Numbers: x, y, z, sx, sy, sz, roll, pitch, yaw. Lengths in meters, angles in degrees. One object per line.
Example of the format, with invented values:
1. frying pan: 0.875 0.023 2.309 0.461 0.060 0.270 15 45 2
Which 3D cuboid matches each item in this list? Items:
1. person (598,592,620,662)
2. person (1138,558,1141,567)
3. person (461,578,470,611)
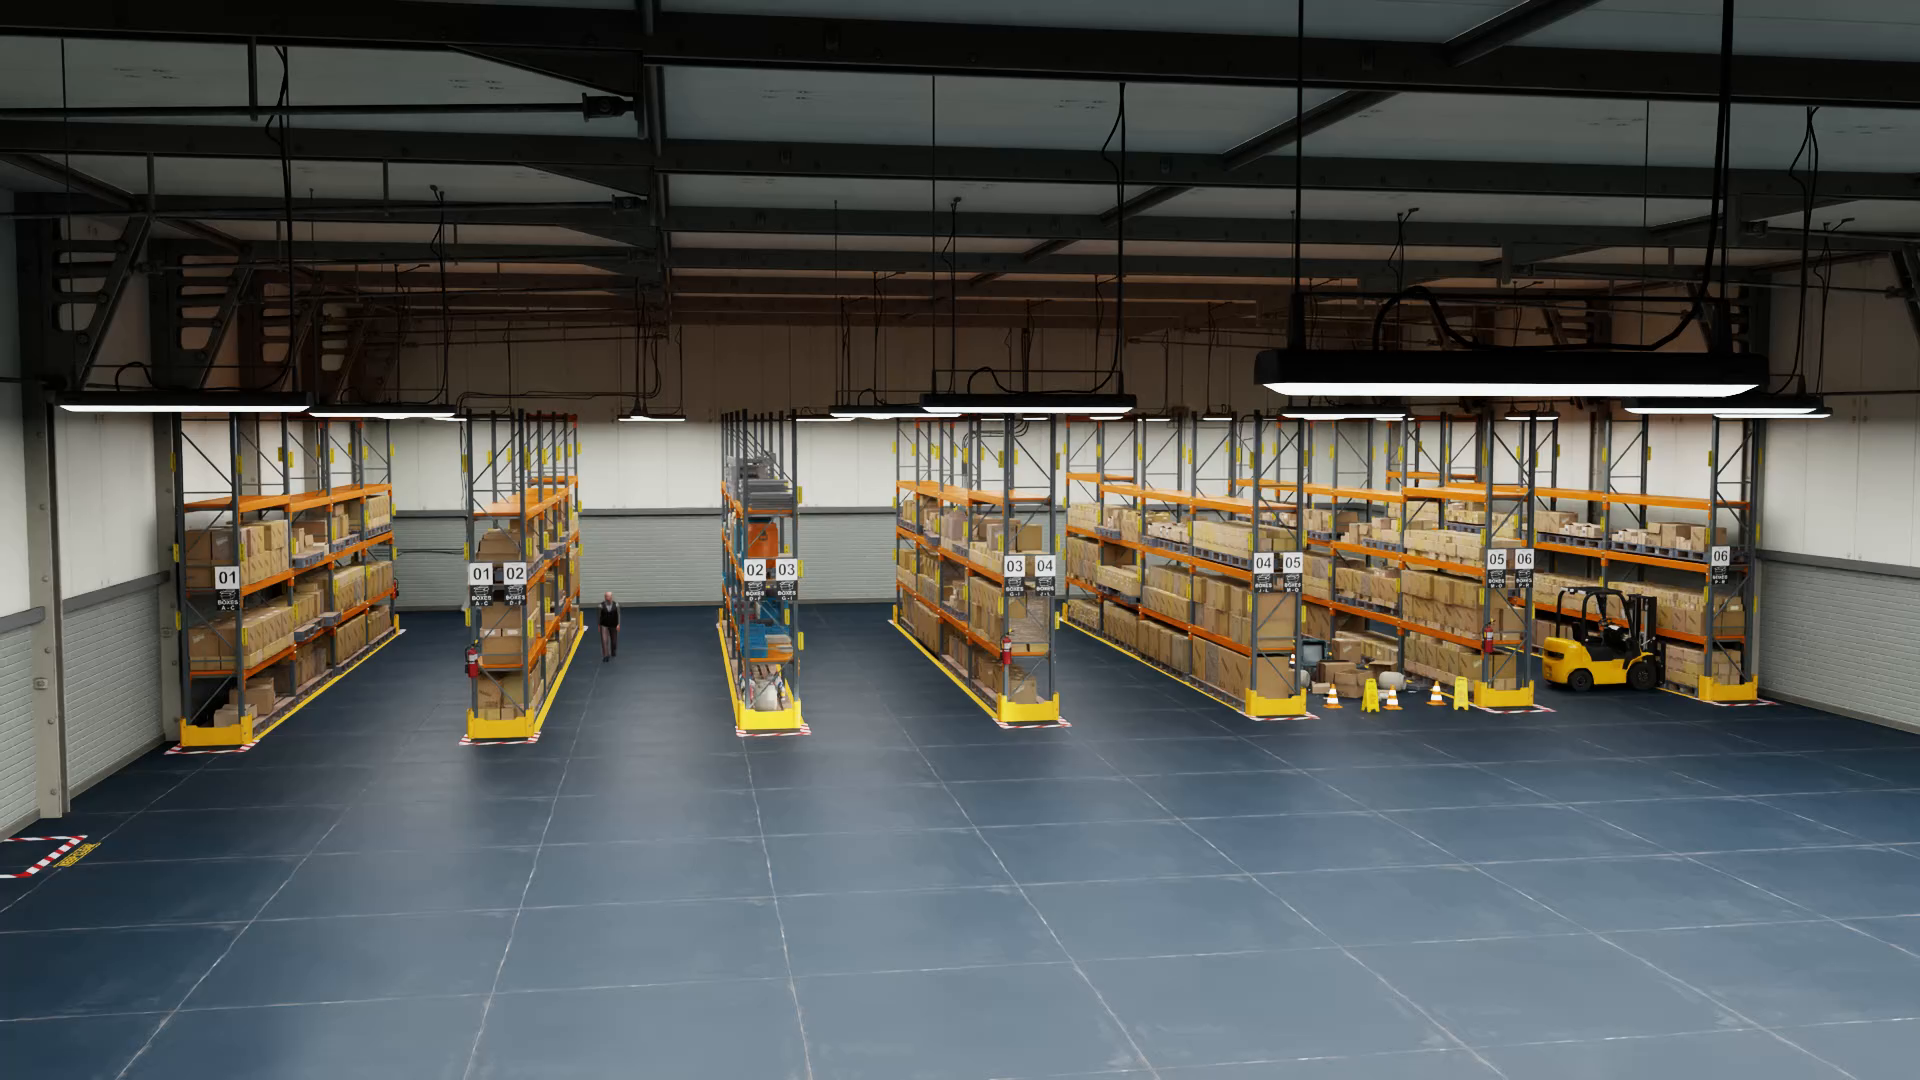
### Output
1. person: -8.482 2.076 40.194 0.543 1.680 0.948 -1 4 -11
2. person: 5.522 1.138 52.920 0.587 1.758 0.832 4 6 44
3. person: -14.481 1.343 50.182 1.186 1.702 0.536 0 4 -6
